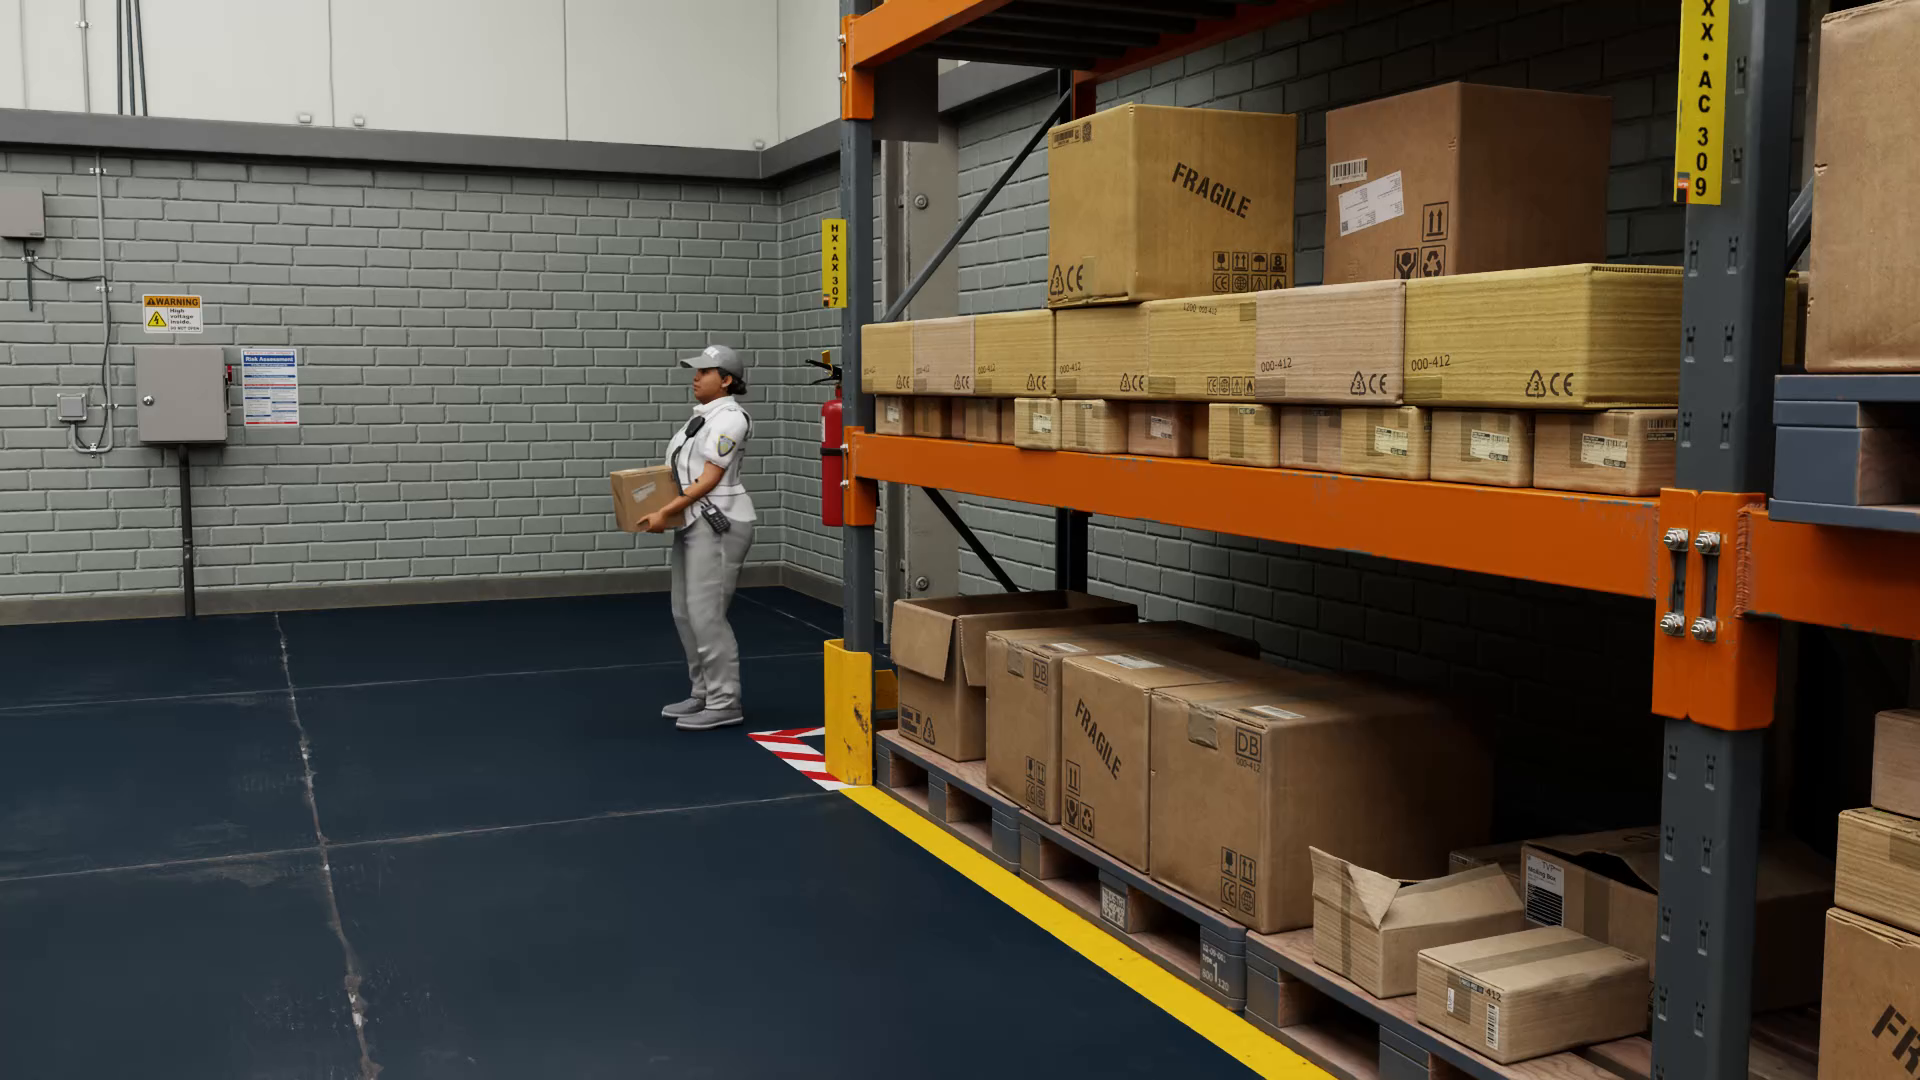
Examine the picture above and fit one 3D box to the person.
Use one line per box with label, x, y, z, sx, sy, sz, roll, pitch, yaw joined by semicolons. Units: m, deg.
person;-1.167;-0.019;7.246;0.541;1.653;0.453;-2;6;-23
